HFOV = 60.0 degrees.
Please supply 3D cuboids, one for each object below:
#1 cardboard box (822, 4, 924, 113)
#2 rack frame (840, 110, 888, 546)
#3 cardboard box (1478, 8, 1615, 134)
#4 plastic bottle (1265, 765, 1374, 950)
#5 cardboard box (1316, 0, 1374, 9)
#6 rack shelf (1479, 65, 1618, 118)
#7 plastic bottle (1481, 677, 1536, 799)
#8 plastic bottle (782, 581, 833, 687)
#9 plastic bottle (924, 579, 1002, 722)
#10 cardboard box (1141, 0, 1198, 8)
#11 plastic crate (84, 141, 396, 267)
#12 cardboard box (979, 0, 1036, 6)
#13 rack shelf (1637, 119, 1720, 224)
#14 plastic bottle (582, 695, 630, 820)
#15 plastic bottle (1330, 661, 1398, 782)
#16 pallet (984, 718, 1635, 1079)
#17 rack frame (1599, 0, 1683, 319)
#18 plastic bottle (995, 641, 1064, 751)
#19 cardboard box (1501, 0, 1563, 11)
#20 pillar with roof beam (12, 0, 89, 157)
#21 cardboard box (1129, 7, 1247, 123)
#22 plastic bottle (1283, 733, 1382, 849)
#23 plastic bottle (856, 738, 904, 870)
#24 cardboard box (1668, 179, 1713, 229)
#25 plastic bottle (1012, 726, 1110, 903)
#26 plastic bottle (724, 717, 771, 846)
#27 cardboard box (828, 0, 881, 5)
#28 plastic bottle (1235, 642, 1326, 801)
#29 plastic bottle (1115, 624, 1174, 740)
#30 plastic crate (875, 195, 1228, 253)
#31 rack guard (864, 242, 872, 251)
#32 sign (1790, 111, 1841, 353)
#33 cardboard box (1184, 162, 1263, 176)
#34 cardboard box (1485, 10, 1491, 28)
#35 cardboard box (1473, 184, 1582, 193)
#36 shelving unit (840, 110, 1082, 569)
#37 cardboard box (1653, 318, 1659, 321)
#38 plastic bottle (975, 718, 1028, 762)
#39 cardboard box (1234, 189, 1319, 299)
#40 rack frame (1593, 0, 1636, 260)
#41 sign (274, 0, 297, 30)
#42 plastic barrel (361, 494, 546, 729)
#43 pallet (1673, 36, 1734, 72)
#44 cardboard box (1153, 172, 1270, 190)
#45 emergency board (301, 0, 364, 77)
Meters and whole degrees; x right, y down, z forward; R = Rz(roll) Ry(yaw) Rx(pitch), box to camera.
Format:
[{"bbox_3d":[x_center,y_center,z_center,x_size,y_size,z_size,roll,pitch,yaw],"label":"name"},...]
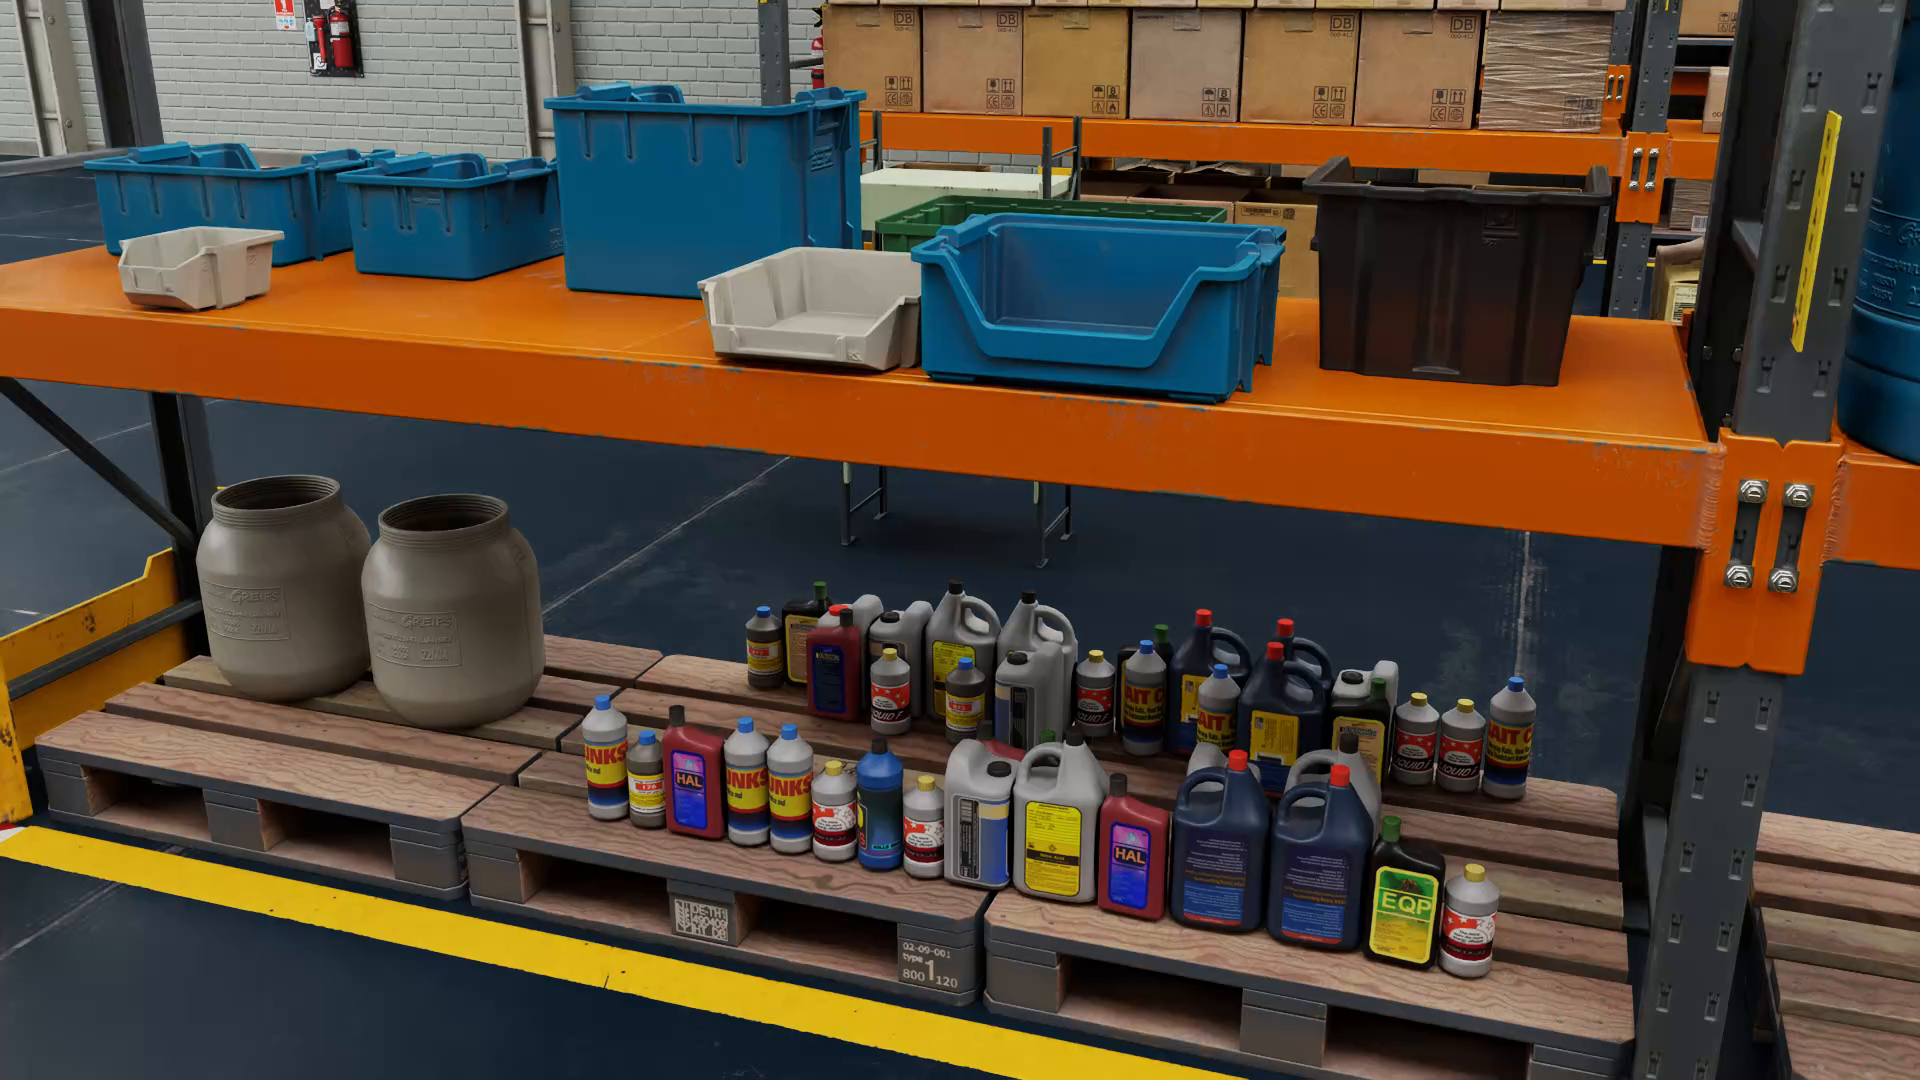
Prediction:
[{"bbox_3d":[-0.319,-2.436,8.356,0.500,0.500,0.700,7,20,18],"label":"cardboard box"},{"bbox_3d":[-0.352,-0.748,5.945,0.023,1.500,0.400,7,20,18],"label":"rack frame"},{"bbox_3d":[2.601,-2.104,7.405,0.500,0.500,0.700,6,20,17],"label":"cardboard box"},{"bbox_3d":[0.690,0.592,3.178,0.185,0.351,0.144,6,20,17],"label":"plastic bottle"},{"bbox_3d":[1.735,-2.438,7.376,0.250,0.149,0.380,6,20,18],"label":"cardboard box"},{"bbox_3d":[2.755,-3.428,12.447,4.000,0.370,1.077,7,20,18],"label":"rack shelf"},{"bbox_3d":[1.236,0.438,3.738,0.097,0.271,0.097,0,19,0],"label":"plastic bottle"},{"bbox_3d":[-0.390,0.240,4.288,0.133,0.283,0.061,7,20,19],"label":"plastic bottle"},{"bbox_3d":[0.011,0.269,4.104,0.185,0.351,0.144,7,21,20],"label":"plastic bottle"},{"bbox_3d":[0.996,-2.521,7.615,0.250,0.149,0.380,7,20,19],"label":"cardboard box"},{"bbox_3d":[-1.814,-0.872,4.248,0.616,0.251,0.499,7,20,18],"label":"plastic crate"},{"bbox_3d":[0.267,-2.605,7.854,0.250,0.149,0.380,6,20,17],"label":"cardboard box"},{"bbox_3d":[4.912,-1.456,6.788,4.000,0.370,1.077,7,20,18],"label":"rack shelf"},{"bbox_3d":[-0.775,0.470,3.648,0.097,0.271,0.097,0,19,0],"label":"plastic bottle"},{"bbox_3d":[0.922,0.410,3.813,0.135,0.276,0.152,7,21,20],"label":"plastic bottle"},{"bbox_3d":[0.773,0.760,3.576,1.213,0.211,1.003,7,20,18],"label":"pallet"},{"bbox_3d":[3.022,-2.011,7.289,0.127,3.000,1.000,7,20,18],"label":"rack frame"},{"bbox_3d":[0.162,0.373,3.918,0.135,0.276,0.152,7,20,18],"label":"plastic bottle"},{"bbox_3d":[2.462,-2.355,7.137,0.250,0.149,0.380,6,20,17],"label":"cardboard box"},{"bbox_3d":[-10.937,-6.968,12.394,0.400,9.000,9.100,7,20,18],"label":"pillar with roof beam"},{"bbox_3d":[1.144,-2.270,7.879,0.500,0.500,0.700,7,20,20],"label":"cardboard box"},{"bbox_3d":[0.738,0.547,3.307,0.185,0.351,0.144,7,20,18],"label":"plastic bottle"},{"bbox_3d":[-0.165,0.539,3.448,0.097,0.271,0.097,0,19,0],"label":"plastic bottle"},{"bbox_3d":[5.345,-2.505,11.835,0.500,0.500,0.700,7,20,20],"label":"cardboard box"},{"bbox_3d":[0.204,0.536,3.338,0.185,0.351,0.144,6,20,18],"label":"plastic bottle"},{"bbox_3d":[-0.451,0.507,3.542,0.097,0.271,0.097,0,19,0],"label":"plastic bottle"},{"bbox_3d":[-0.456,-2.688,8.092,0.250,0.149,0.380,6,20,18],"label":"cardboard box"},{"bbox_3d":[0.720,0.400,3.727,0.185,0.351,0.144,7,20,18],"label":"plastic bottle"},{"bbox_3d":[0.446,0.336,4.014,0.133,0.283,0.061,7,21,20],"label":"plastic bottle"},{"bbox_3d":[0.204,-0.606,3.579,0.662,0.188,0.450,7,20,18],"label":"plastic crate"},{"bbox_3d":[-0.779,-1.266,8.947,0.348,0.500,1.175,7,20,18],"label":"rack guard"},{"bbox_3d":[1.202,-0.432,2.339,0.005,0.325,0.100,7,20,18],"label":"sign"},{"bbox_3d":[2.029,-2.758,12.847,0.500,0.311,0.500,8,21,23],"label":"cardboard box"},{"bbox_3d":[3.623,-3.852,11.627,0.500,0.500,0.500,6,20,18],"label":"cardboard box"},{"bbox_3d":[2.687,-1.413,7.972,0.500,0.500,0.500,7,20,18],"label":"cardboard box"},{"bbox_3d":[-0.006,-0.709,5.831,0.755,1.500,0.431,7,20,18],"label":"shelving unit"},{"bbox_3d":[3.322,-0.791,7.327,0.500,0.250,0.500,6,20,17],"label":"cardboard box"},{"bbox_3d":[0.086,0.516,3.498,0.133,0.283,0.061,7,20,18],"label":"plastic bottle"},{"bbox_3d":[1.570,-1.358,7.815,0.500,0.500,0.500,7,20,18],"label":"cardboard box"},{"bbox_3d":[4.644,-3.552,11.709,0.127,3.000,1.000,7,20,18],"label":"rack frame"},{"bbox_3d":[-6.667,-5.213,16.420,0.234,0.329,0.001,7,20,18],"label":"sign"},{"bbox_3d":[-1.265,0.174,4.161,0.421,0.512,0.421,0,19,0],"label":"plastic barrel"},{"bbox_3d":[5.319,-3.334,11.374,1.213,0.211,1.003,7,20,18],"label":"pallet"},{"bbox_3d":[1.269,-1.574,8.435,0.500,0.500,0.500,7,20,18],"label":"cardboard box"},{"bbox_3d":[-6.179,-5.104,16.162,0.643,1.169,0.194,7,20,18],"label":"emergency board"}]
